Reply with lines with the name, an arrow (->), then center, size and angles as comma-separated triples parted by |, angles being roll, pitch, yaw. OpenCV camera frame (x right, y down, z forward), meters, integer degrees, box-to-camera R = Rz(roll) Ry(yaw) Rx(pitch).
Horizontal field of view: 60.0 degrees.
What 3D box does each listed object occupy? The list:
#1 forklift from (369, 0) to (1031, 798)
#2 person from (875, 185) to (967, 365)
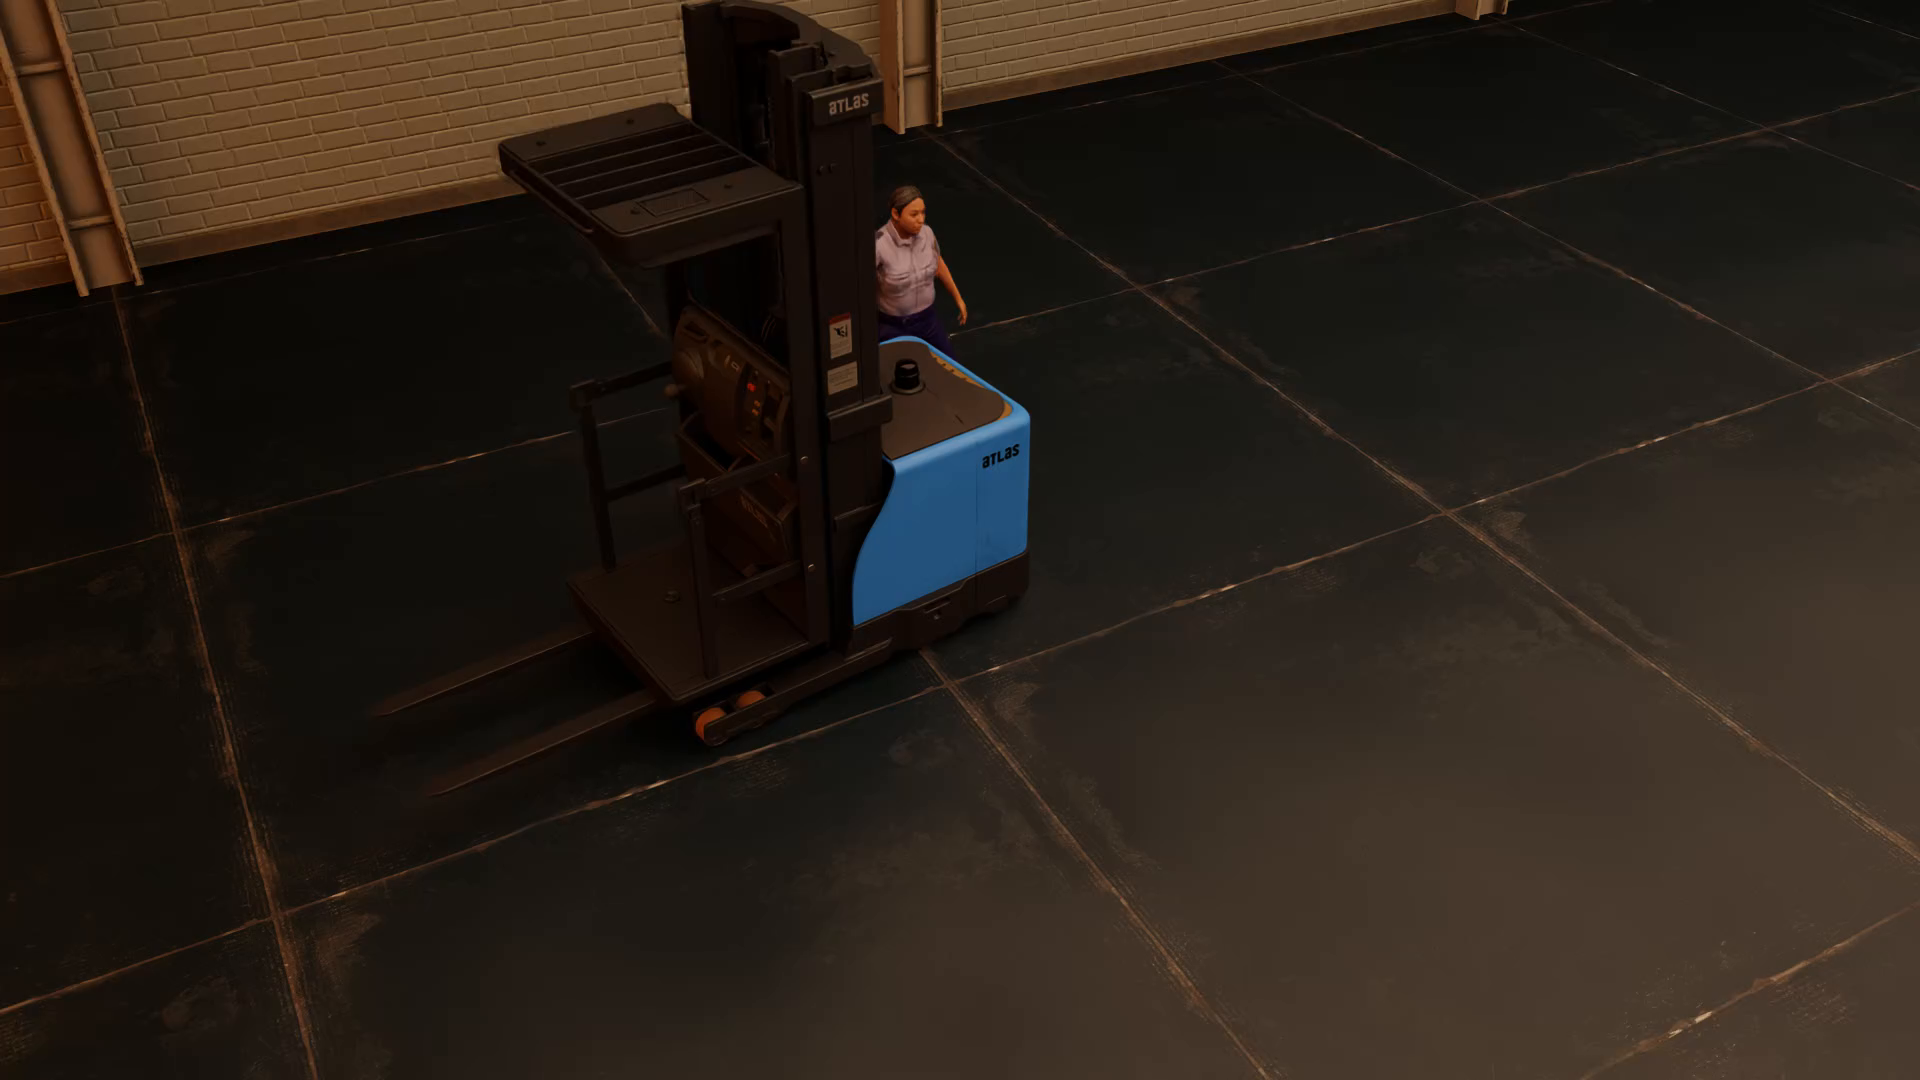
forklift -> -1.151, -0.634, 7.020 | 3.031, 2.935, 1.130 | -23, 41, -29
person -> -0.259, -1.115, 8.852 | 0.763, 1.601, 0.444 | -27, 43, -32
